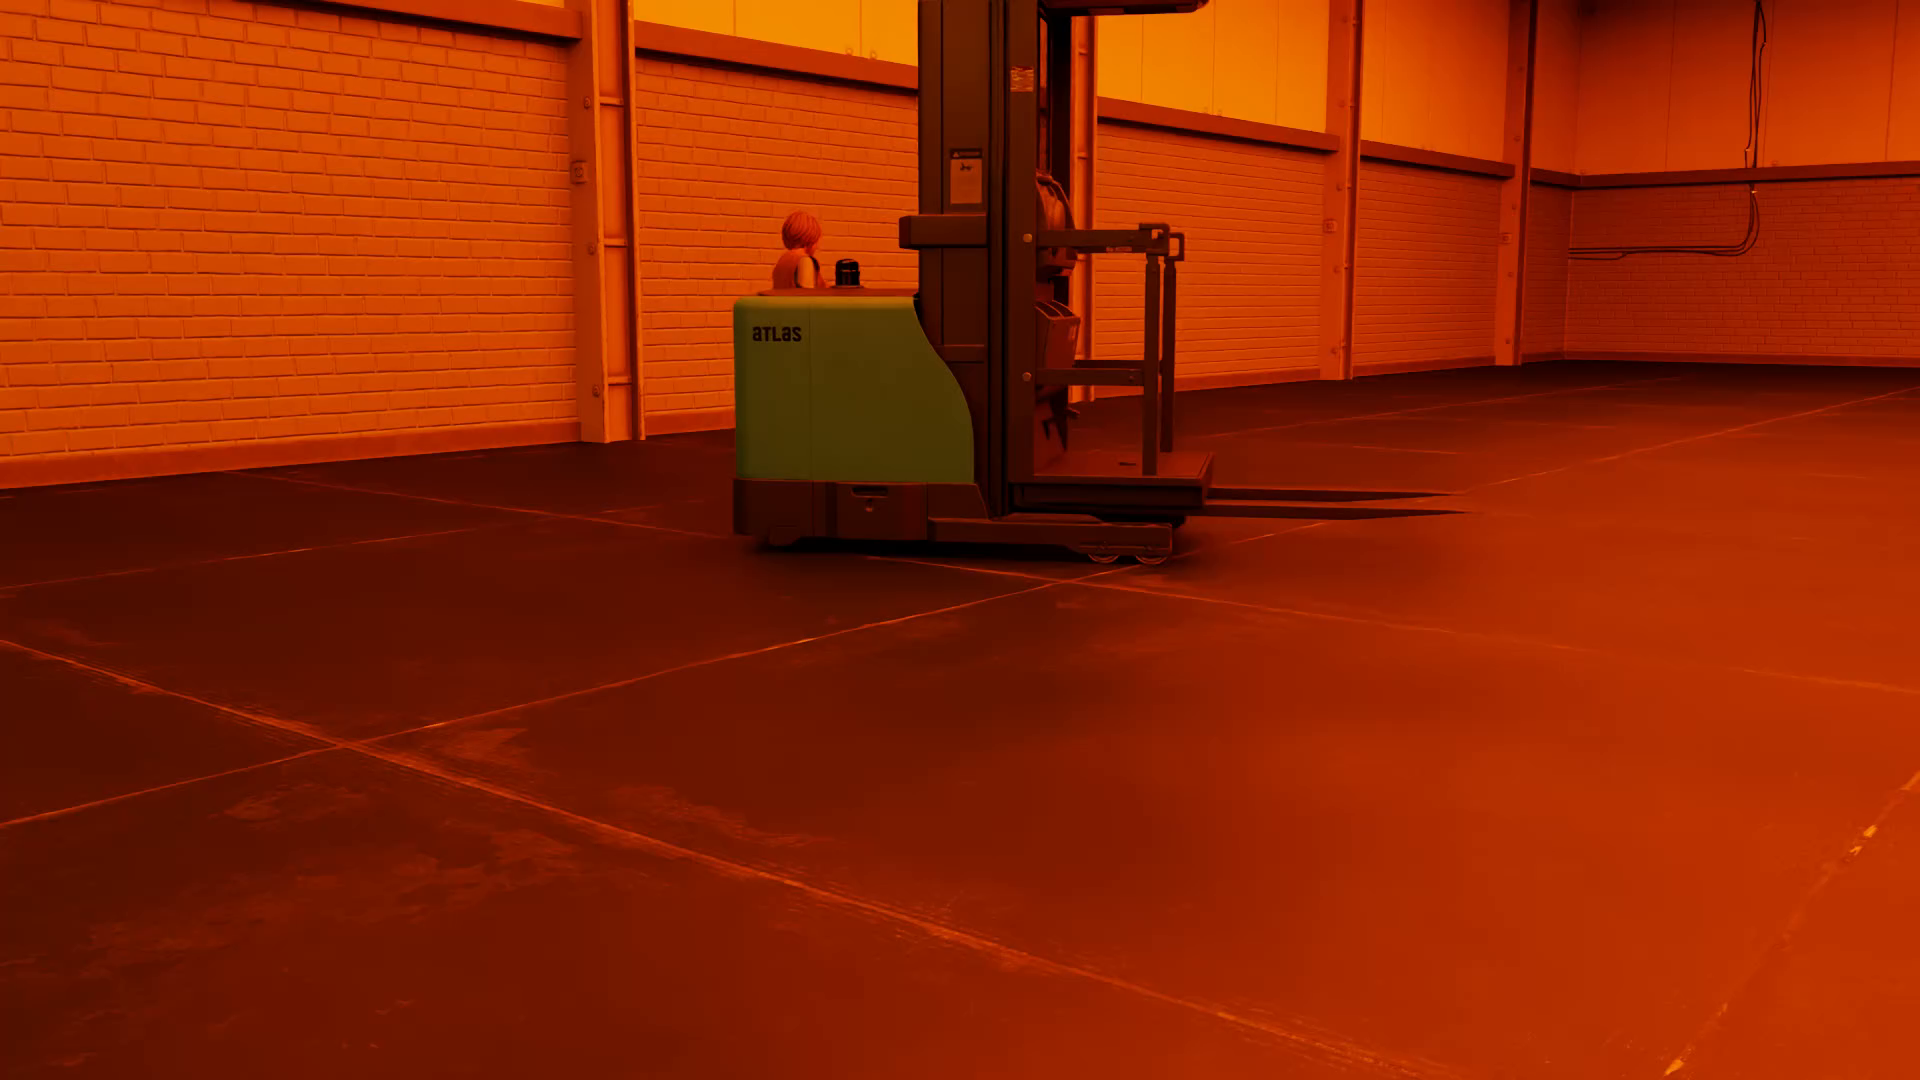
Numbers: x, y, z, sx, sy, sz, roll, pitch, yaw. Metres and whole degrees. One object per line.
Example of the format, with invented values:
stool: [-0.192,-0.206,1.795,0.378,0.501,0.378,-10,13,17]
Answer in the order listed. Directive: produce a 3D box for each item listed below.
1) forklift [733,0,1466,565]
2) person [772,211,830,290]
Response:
forklift: [0.599,-1.433,7.077,3.031,2.935,1.130,2,8,11]
person: [-0.850,-0.950,8.705,0.444,1.518,0.744,-4,9,-24]
